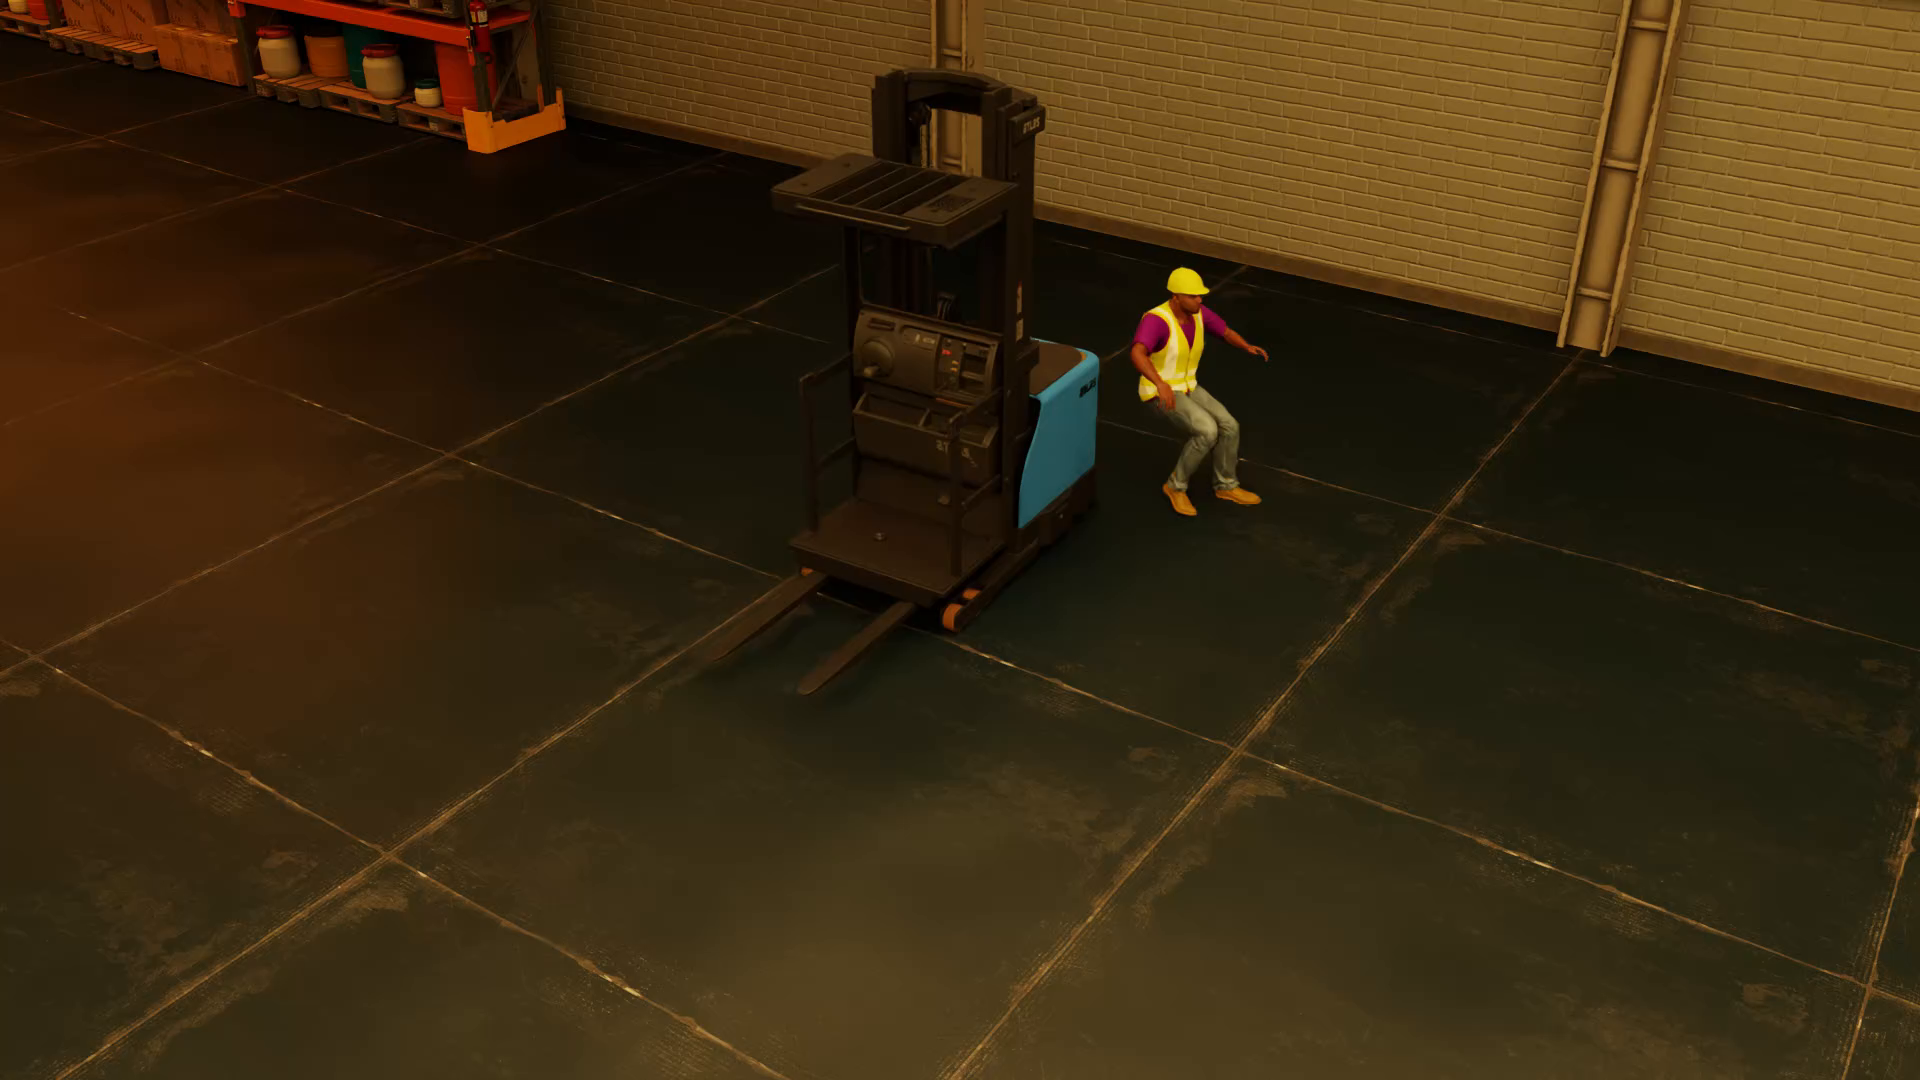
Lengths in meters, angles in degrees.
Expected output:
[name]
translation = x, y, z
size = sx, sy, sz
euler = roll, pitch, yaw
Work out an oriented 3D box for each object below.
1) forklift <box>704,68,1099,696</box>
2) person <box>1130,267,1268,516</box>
[forklift]
translation = -0.310, -1.002, 9.307
size = 1.130, 2.935, 3.031
euler = 17, 34, 27
[person]
translation = 1.560, -0.968, 10.689
size = 0.874, 1.508, 0.926
euler = 22, 37, 33
